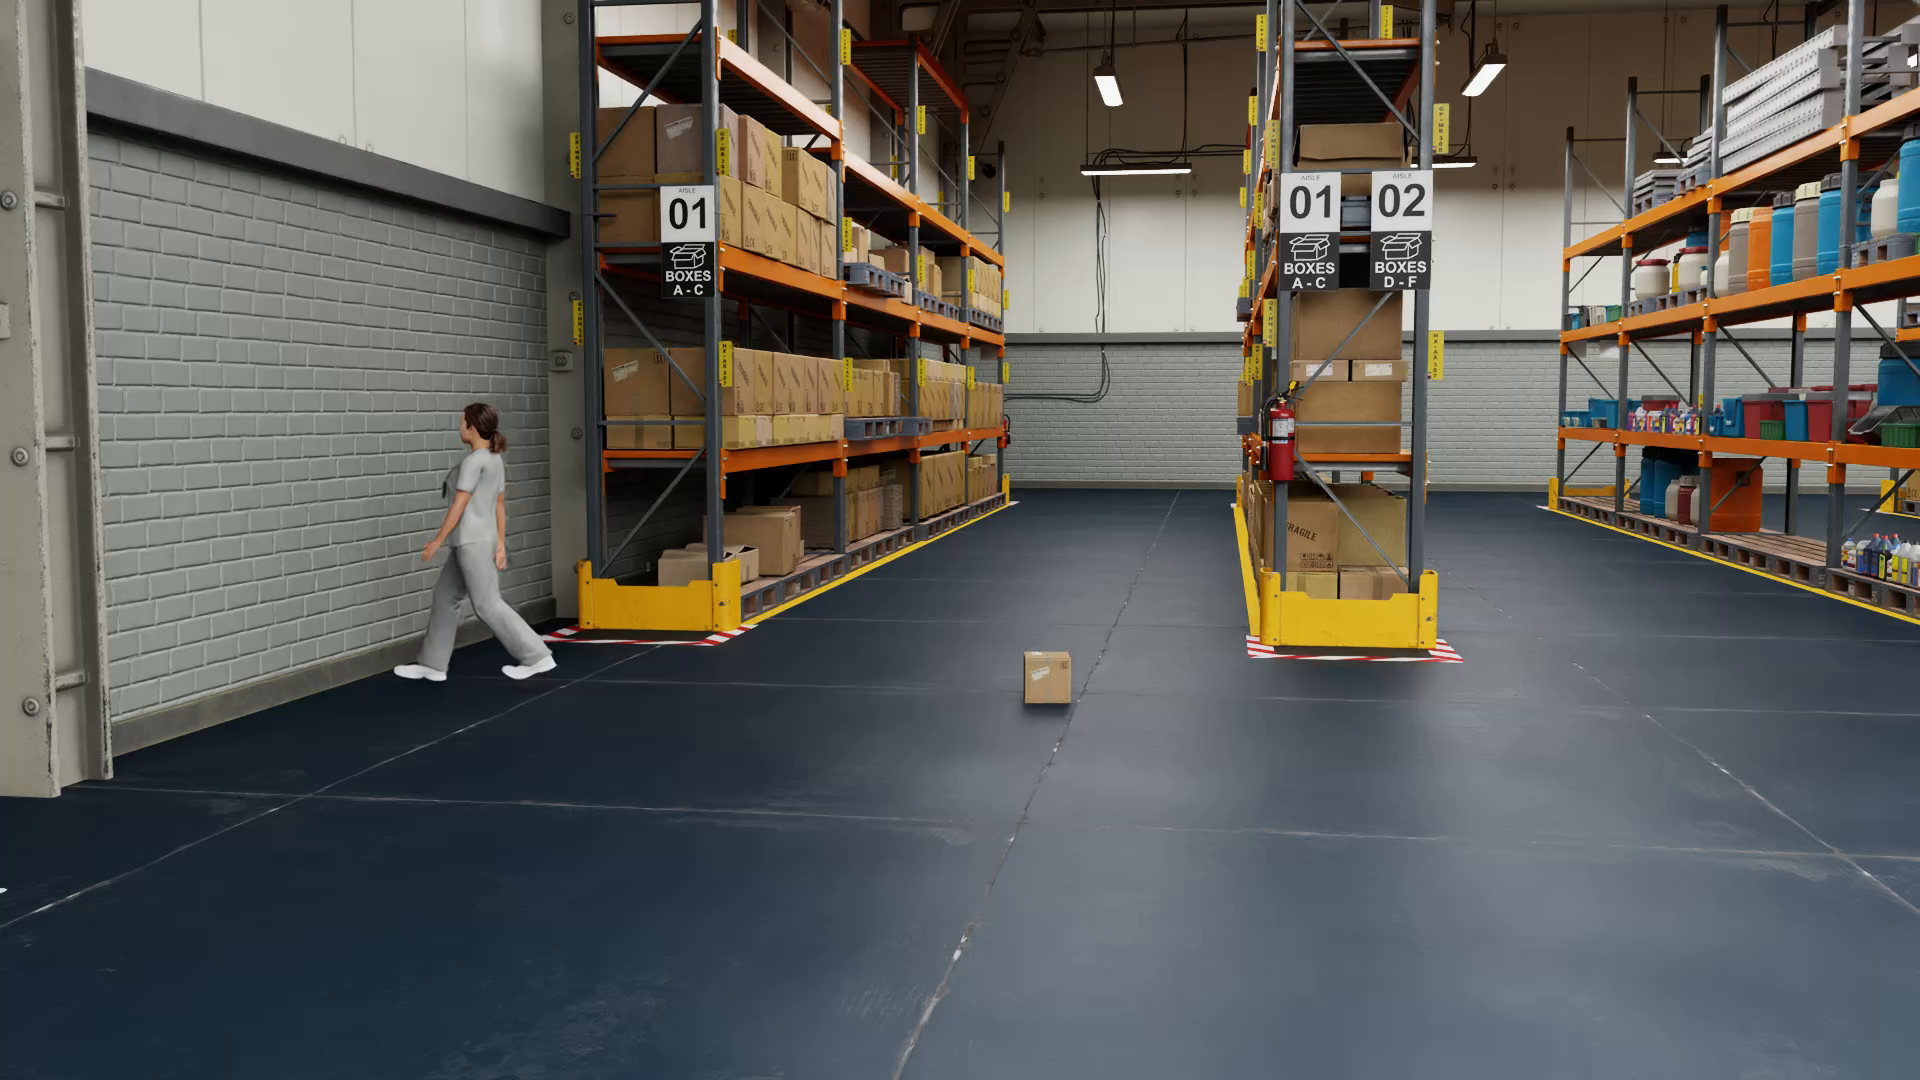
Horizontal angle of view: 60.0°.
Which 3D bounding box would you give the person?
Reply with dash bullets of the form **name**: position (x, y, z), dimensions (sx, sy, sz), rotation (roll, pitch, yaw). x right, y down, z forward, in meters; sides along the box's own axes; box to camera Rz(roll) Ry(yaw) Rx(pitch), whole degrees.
- **person**: position (-2.827, 0.024, 9.599), dimensions (0.989, 1.624, 0.454), rotation (0, 5, 0)
